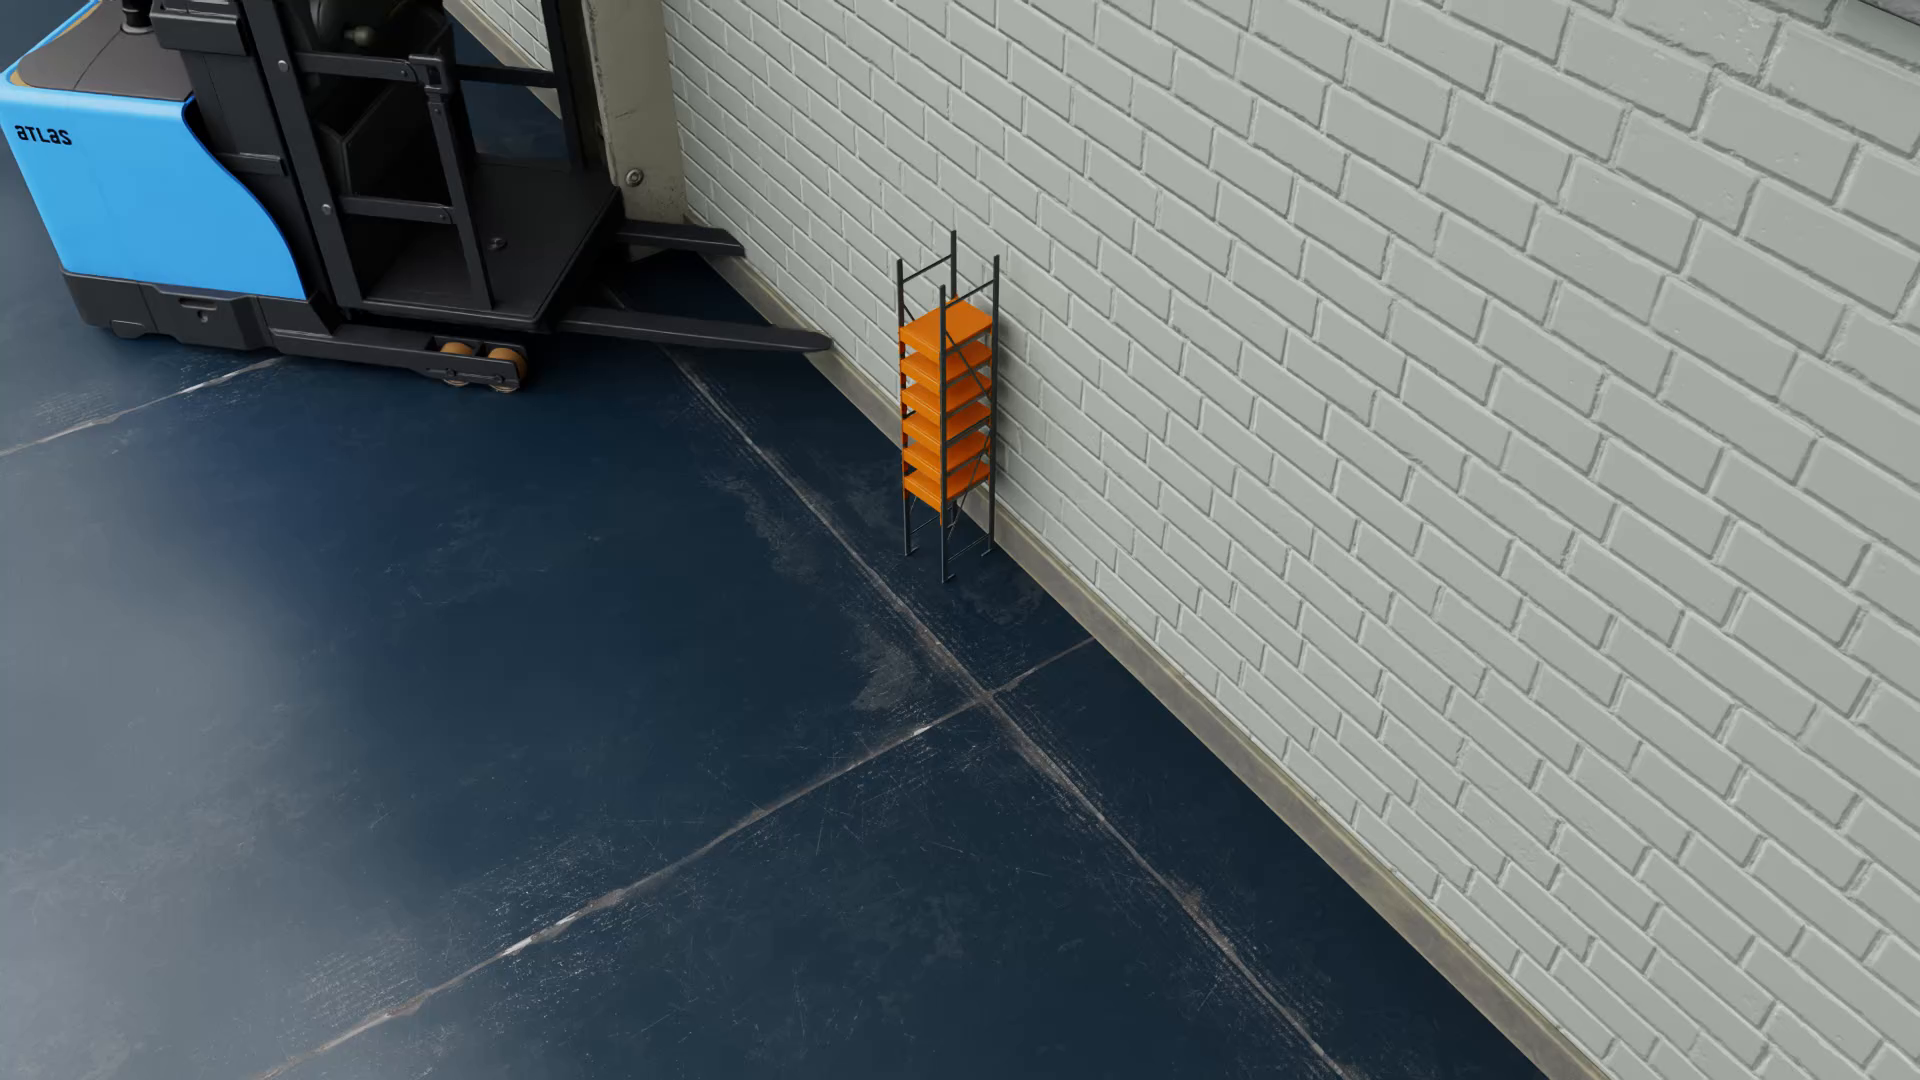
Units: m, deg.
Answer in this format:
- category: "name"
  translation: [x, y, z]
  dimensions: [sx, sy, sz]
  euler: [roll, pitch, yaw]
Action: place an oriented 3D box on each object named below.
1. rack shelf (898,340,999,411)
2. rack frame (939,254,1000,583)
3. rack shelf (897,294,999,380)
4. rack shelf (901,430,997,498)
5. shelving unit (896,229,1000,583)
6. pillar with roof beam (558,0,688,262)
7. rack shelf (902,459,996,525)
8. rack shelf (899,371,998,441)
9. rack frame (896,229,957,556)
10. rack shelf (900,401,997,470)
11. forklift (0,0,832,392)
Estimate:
- category: "rack shelf"
  translation: [-0.035, -0.535, 5.157]
  dimensions: [0.258, 0.103, 0.180]
  euler: [-34, 53, -30]
- category: "rack frame"
  translation: [0.028, -0.348, 5.244]
  dimensions: [0.240, 1.200, 0.006]
  euler: [-34, 53, -30]
- category: "rack shelf"
  translation: [-0.035, -0.622, 5.075]
  dimensions: [0.258, 0.103, 0.180]
  euler: [-34, 53, -30]
- category: "rack shelf"
  translation: [-0.035, -0.274, 5.405]
  dimensions: [0.258, 0.103, 0.180]
  euler: [-34, 53, -30]
- category: "shelving unit"
  translation: [-0.035, -0.393, 5.292]
  dimensions: [0.258, 1.200, 0.189]
  euler: [-34, 53, -30]
- category: "pillar with roof beam"
  translation: [-4.904, -2.889, 2.259]
  dimensions: [9.100, 9.000, 0.400]
  euler: [-26, 49, -24]
- category: "rack shelf"
  translation: [-0.035, -0.187, 5.488]
  dimensions: [0.258, 0.103, 0.180]
  euler: [-34, 53, -30]
- category: "rack shelf"
  translation: [-0.035, -0.448, 5.240]
  dimensions: [0.258, 0.103, 0.180]
  euler: [-34, 53, -30]
- category: "rack frame"
  translation: [-0.099, -0.438, 5.340]
  dimensions: [0.240, 1.200, 0.006]
  euler: [-34, 53, -30]
- category: "rack shelf"
  translation: [-0.035, -0.361, 5.323]
  dimensions: [0.258, 0.103, 0.180]
  euler: [-34, 53, -30]
- category: "forklift"
  translation: [-1.914, -2.025, 5.749]
  dimensions: [3.031, 2.935, 1.130]
  euler: [7, 44, 8]
